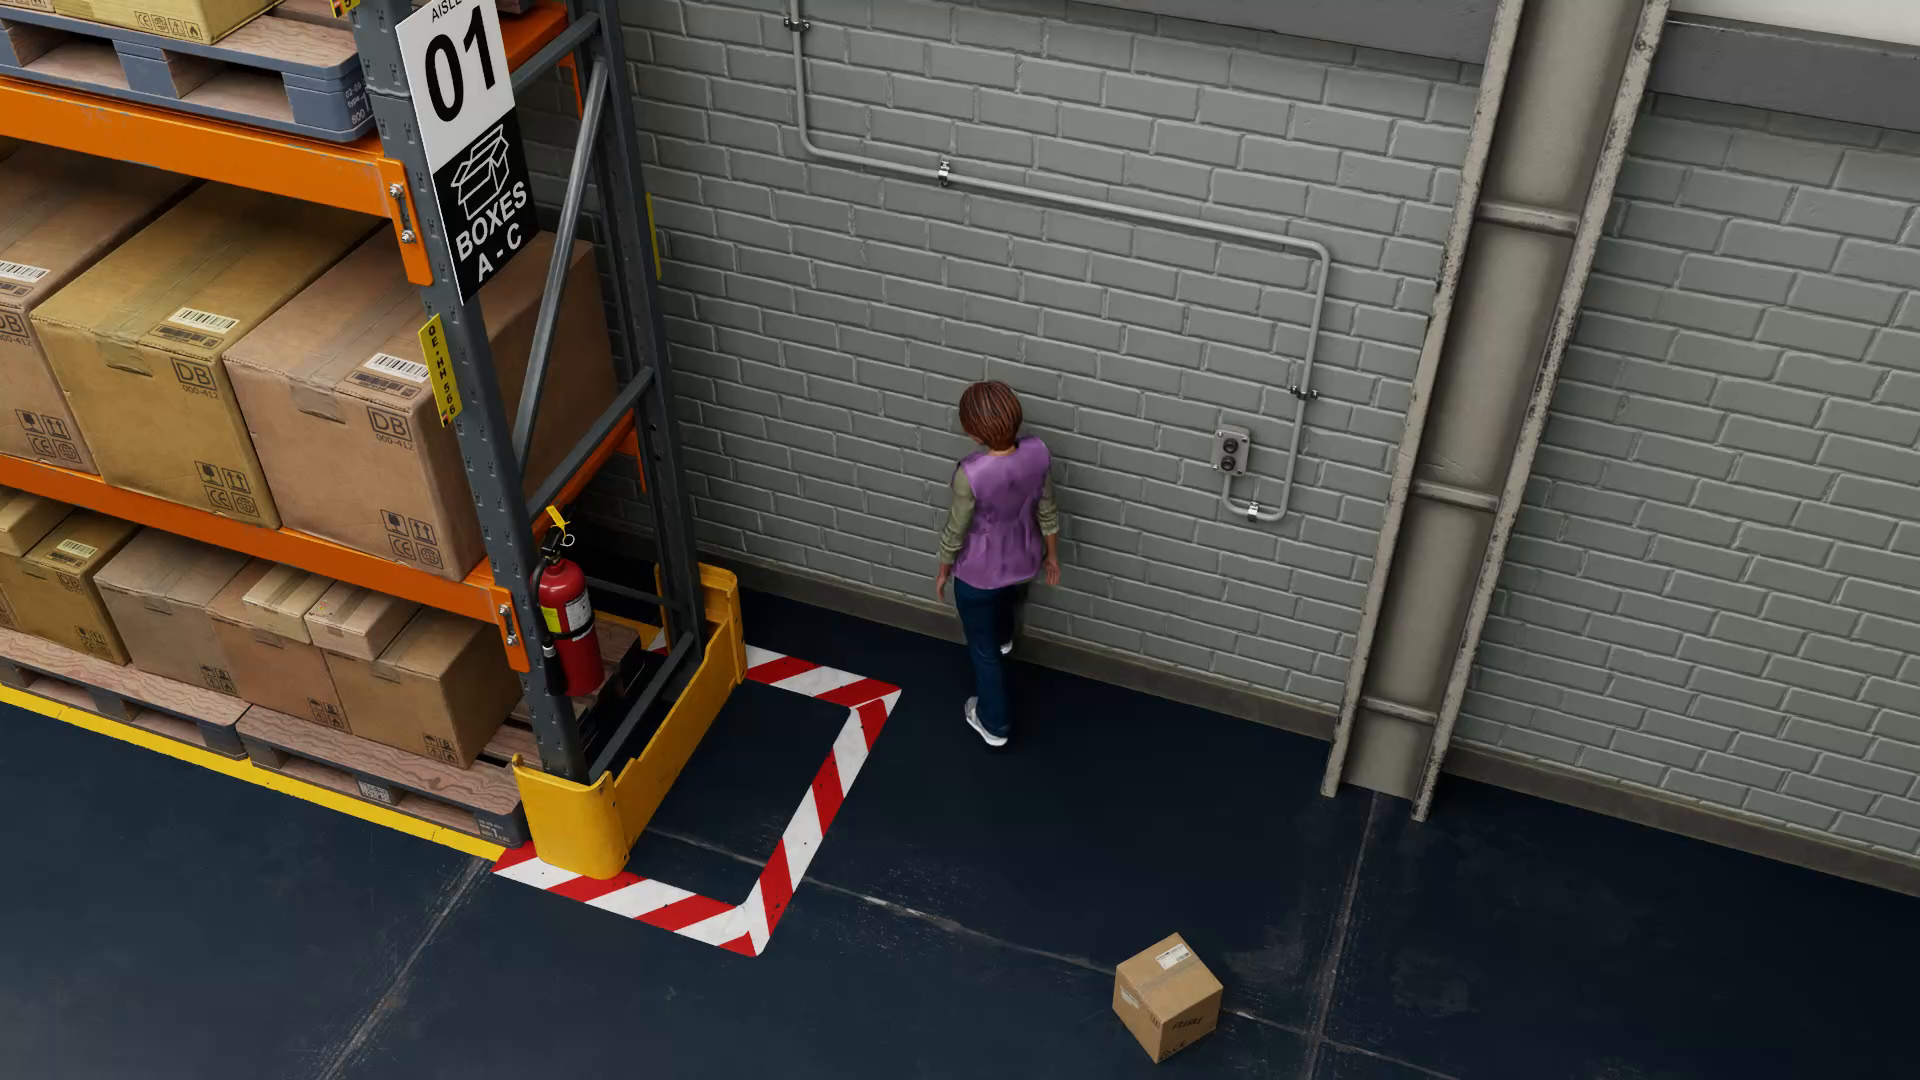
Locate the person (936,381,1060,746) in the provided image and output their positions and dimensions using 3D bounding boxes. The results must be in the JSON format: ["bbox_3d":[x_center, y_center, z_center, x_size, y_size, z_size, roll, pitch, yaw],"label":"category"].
[{"bbox_3d":[0.093,0.049,6.097,0.463,1.570,0.587,-19,45,-19],"label":"person"}]
